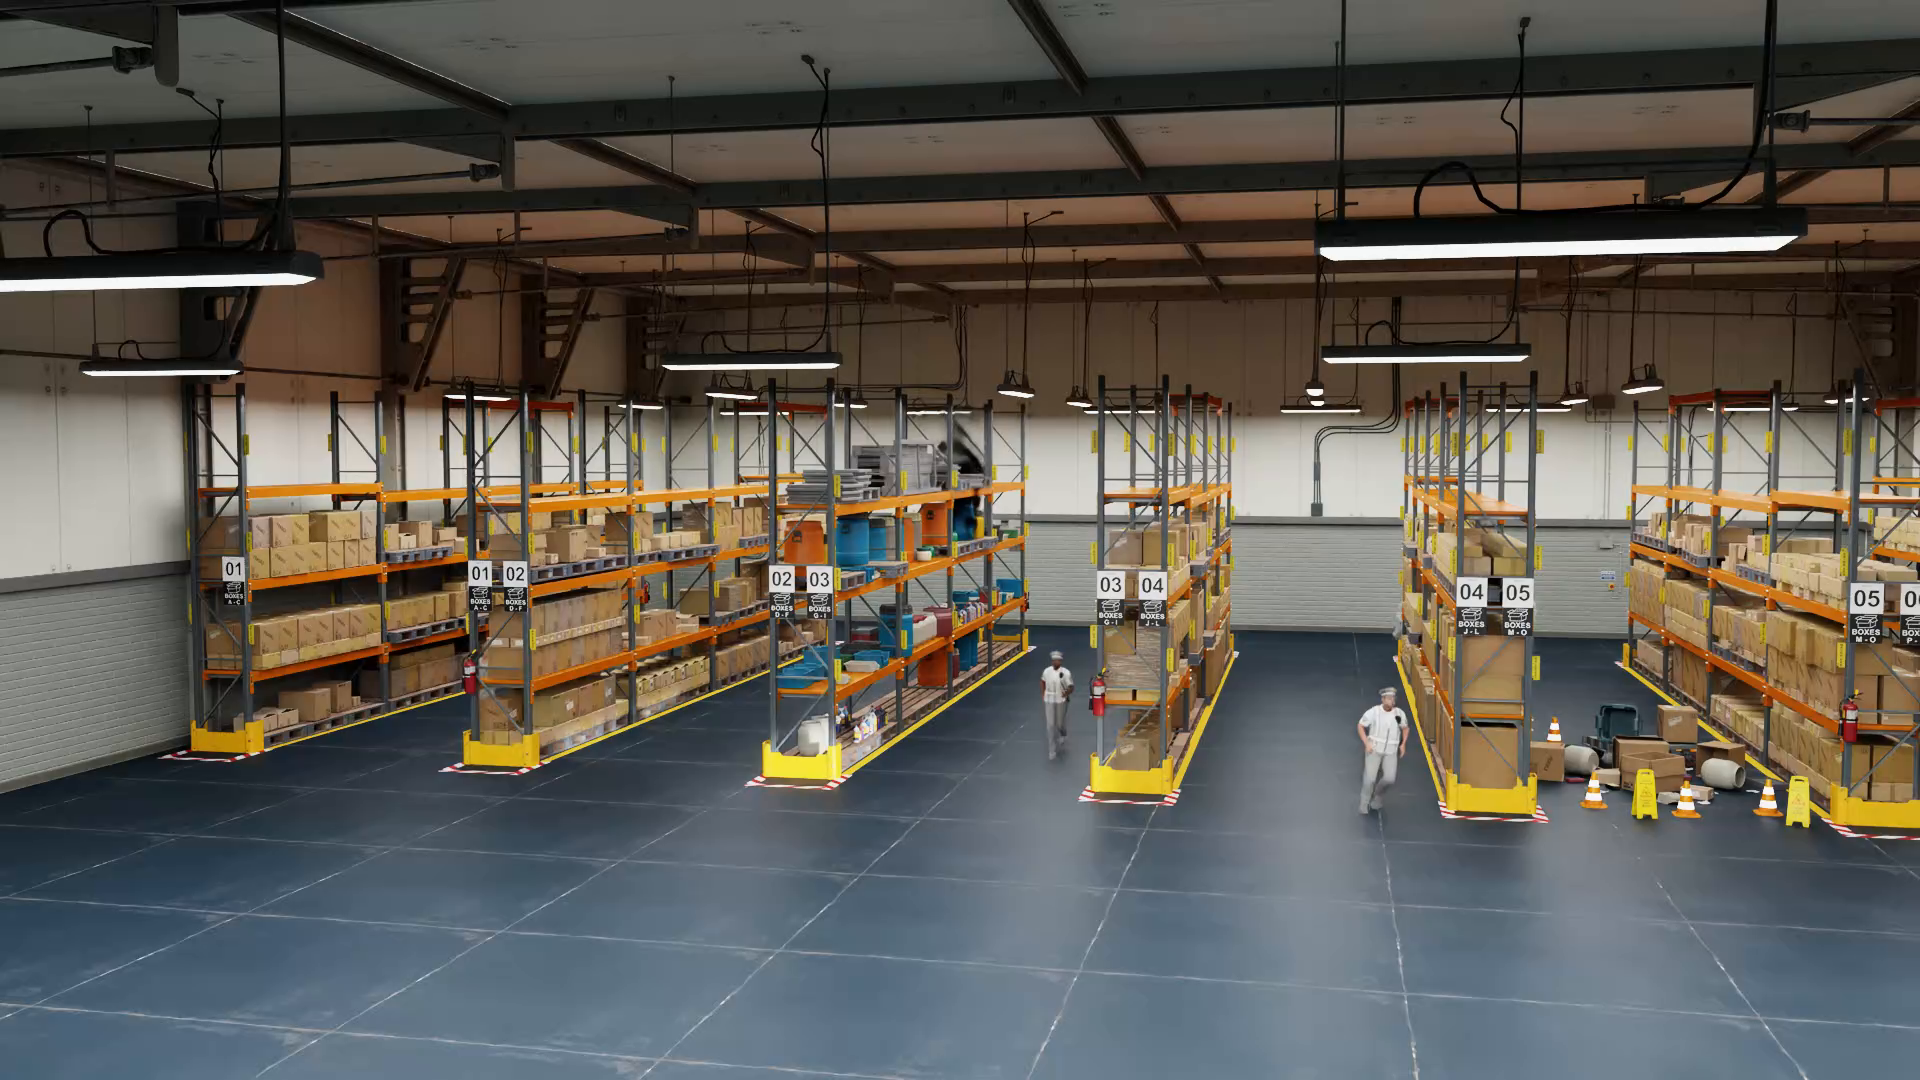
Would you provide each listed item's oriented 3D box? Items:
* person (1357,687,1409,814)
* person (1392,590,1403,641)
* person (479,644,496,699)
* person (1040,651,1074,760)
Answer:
[{"bbox_3d":[5.765,2.859,22.580,0.719,1.731,0.549,0,3,3],"label":"person"},{"bbox_3d":[10.514,1.935,39.451,0.505,1.640,0.675,0,3,0],"label":"person"},{"bbox_3d":[-8.078,2.575,28.381,0.565,1.631,0.605,0,3,7],"label":"person"},{"bbox_3d":[1.551,2.632,26.868,0.560,1.703,0.879,1,3,12],"label":"person"}]
